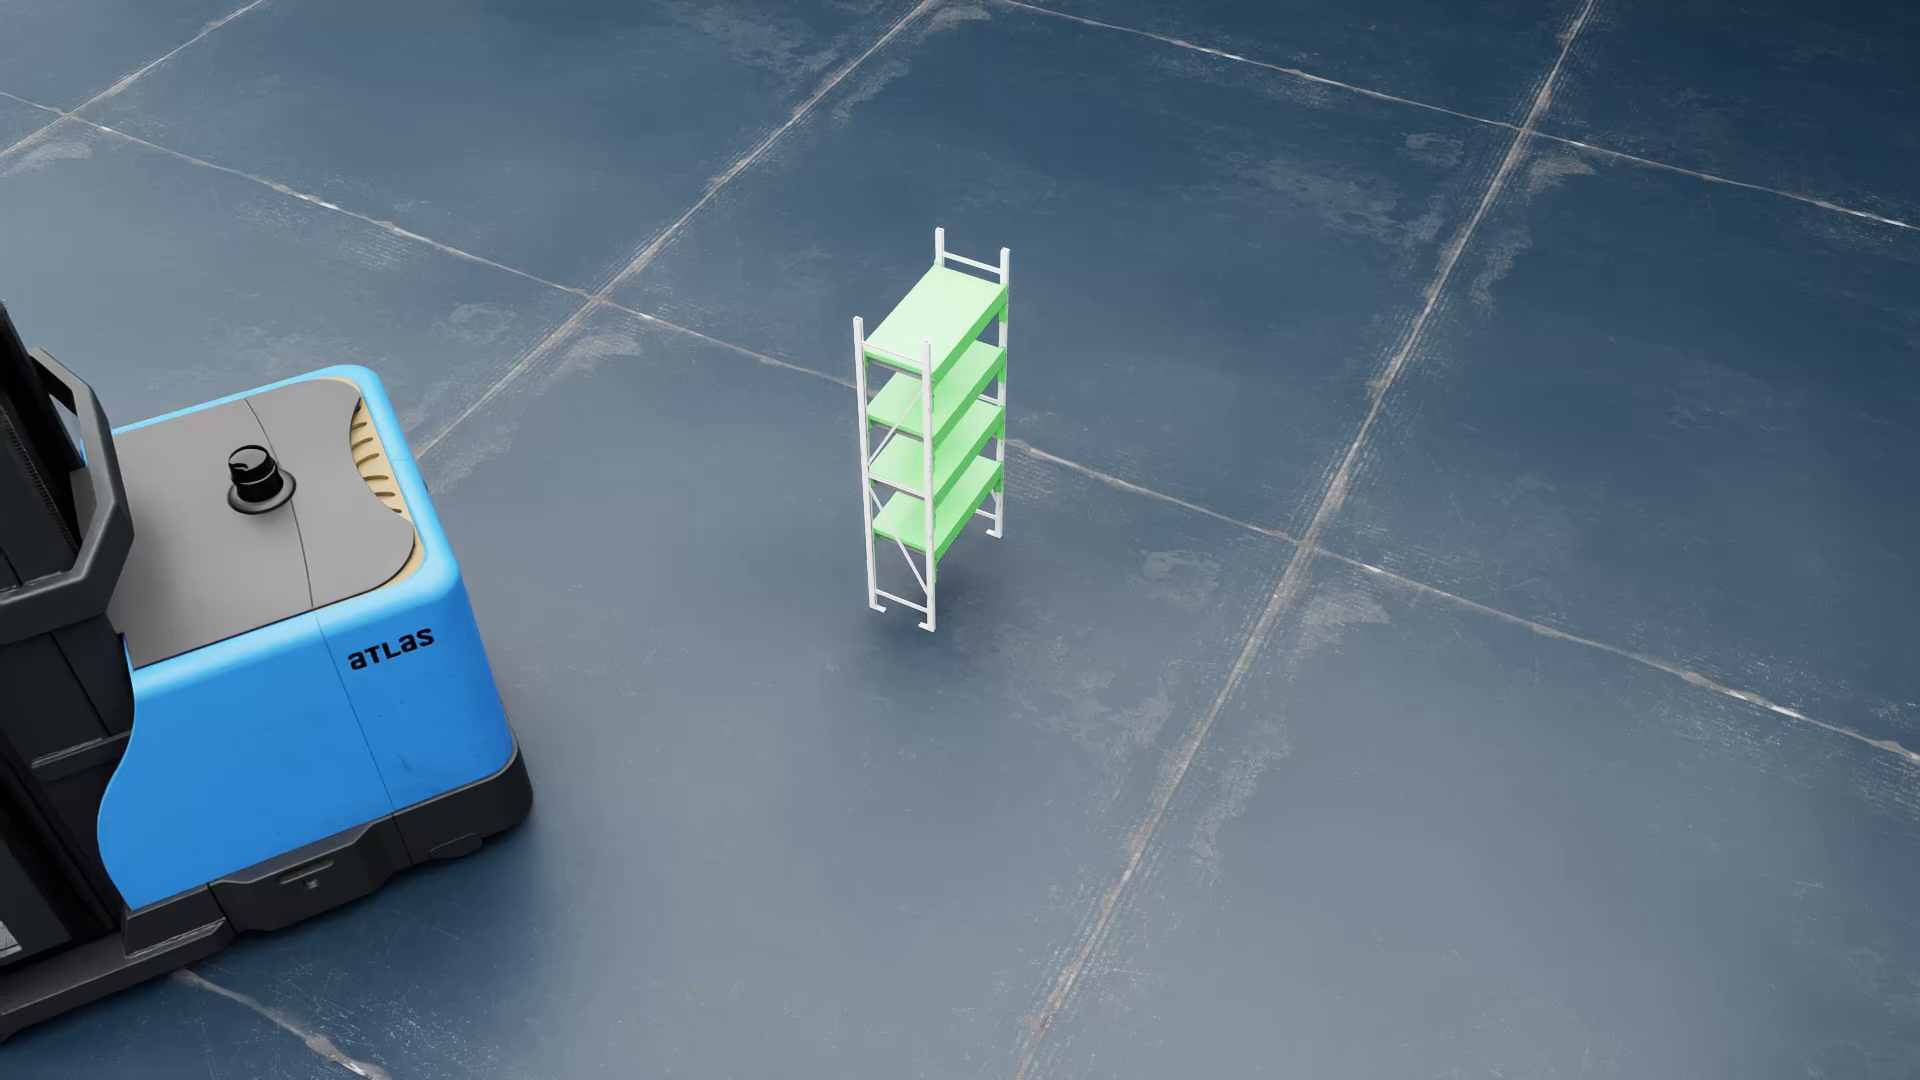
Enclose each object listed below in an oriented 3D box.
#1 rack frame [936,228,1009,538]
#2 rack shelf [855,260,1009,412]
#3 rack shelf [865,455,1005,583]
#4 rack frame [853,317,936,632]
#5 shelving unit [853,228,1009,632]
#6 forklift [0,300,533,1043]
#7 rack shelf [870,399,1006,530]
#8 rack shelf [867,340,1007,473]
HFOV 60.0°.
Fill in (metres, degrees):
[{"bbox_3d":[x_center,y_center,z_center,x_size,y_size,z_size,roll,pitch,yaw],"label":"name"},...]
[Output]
[{"bbox_3d":[0.036,-0.471,5.372,0.240,1.200,0.015,20,49,19],"label":"rack frame"},{"bbox_3d":[-0.077,-0.610,4.924,0.258,0.148,0.480,20,49,19],"label":"rack shelf"},{"bbox_3d":[-0.077,-0.104,5.436,0.258,0.148,0.480,20,49,19],"label":"rack shelf"},{"bbox_3d":[-0.190,-0.164,5.068,0.240,1.200,0.015,20,49,19],"label":"rack frame"},{"bbox_3d":[-0.077,-0.317,5.220,0.258,1.200,0.503,20,49,19],"label":"shelving unit"},{"bbox_3d":[-2.806,-0.016,3.705,3.031,2.935,1.130,-20,49,-19],"label":"forklift"},{"bbox_3d":[-0.077,-0.273,5.266,0.258,0.148,0.480,20,49,19],"label":"rack shelf"},{"bbox_3d":[-0.077,-0.441,5.095,0.258,0.148,0.480,20,49,19],"label":"rack shelf"}]
